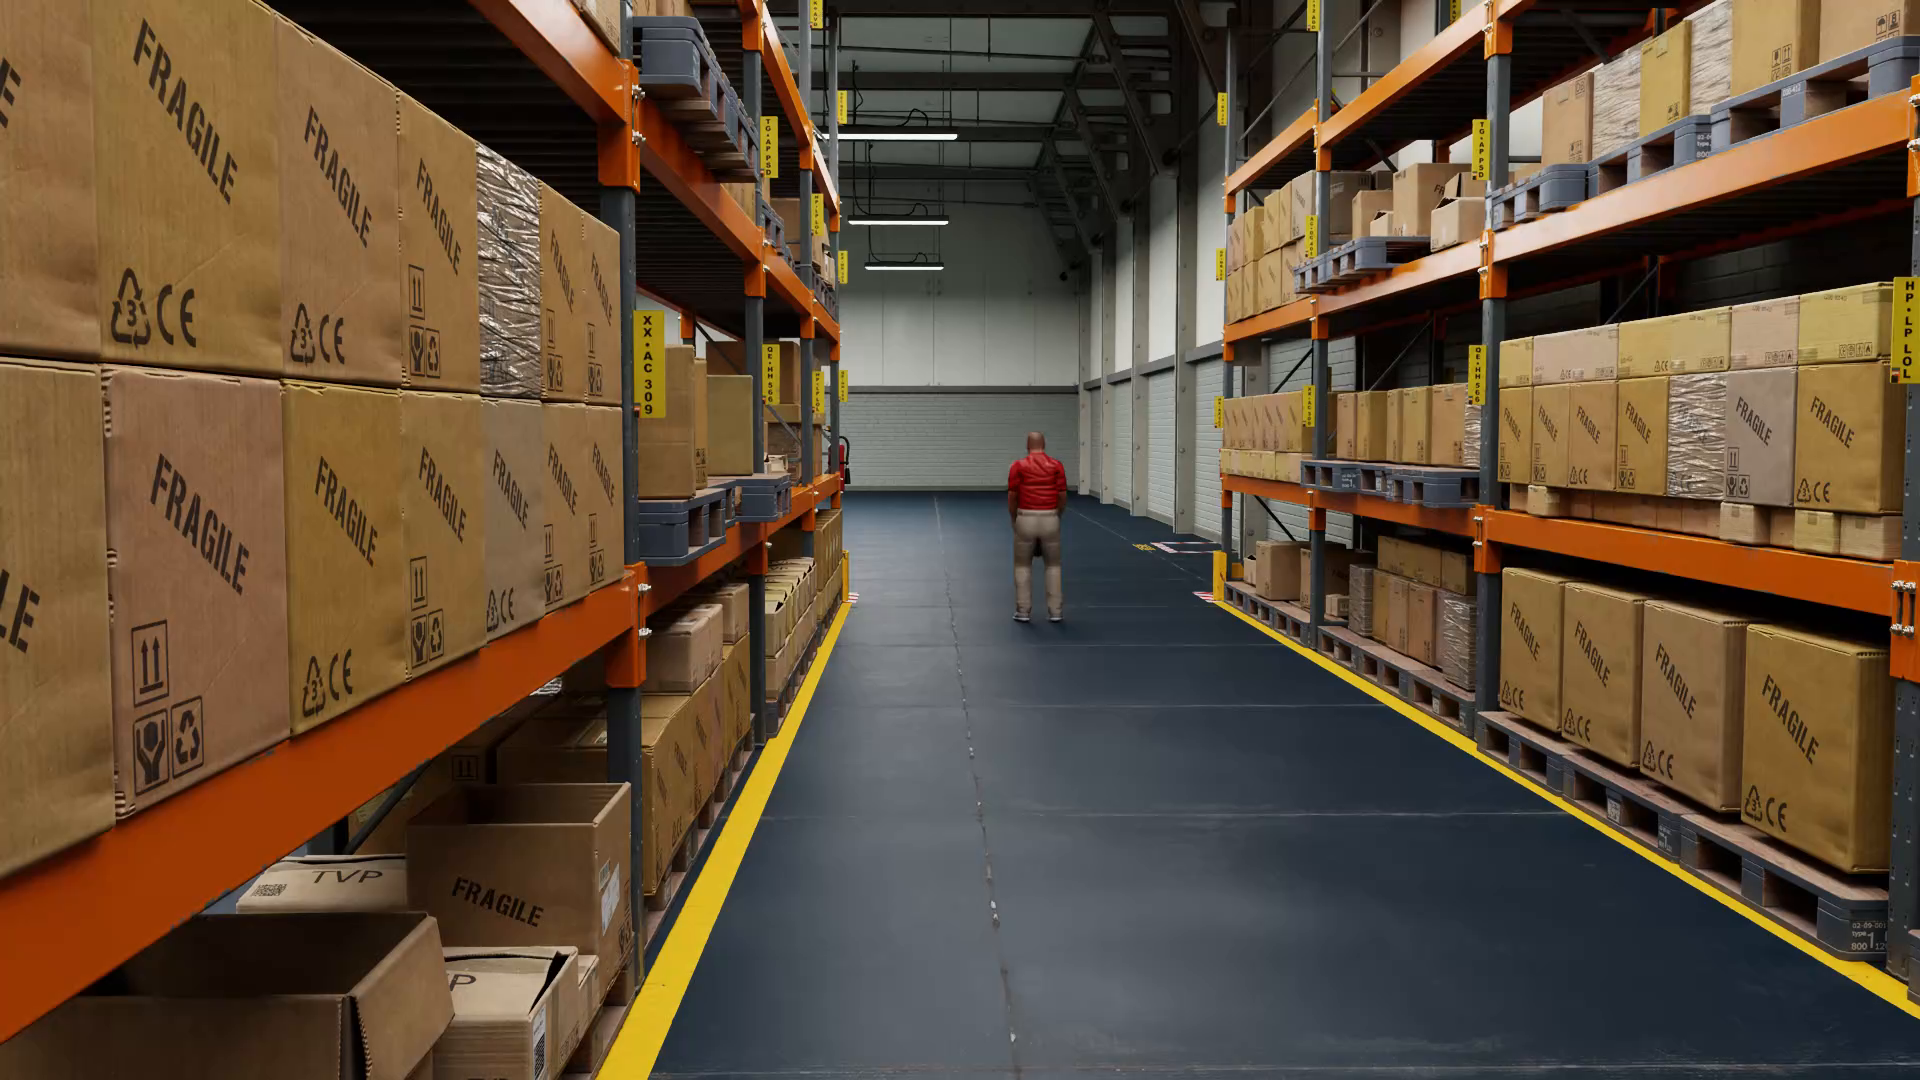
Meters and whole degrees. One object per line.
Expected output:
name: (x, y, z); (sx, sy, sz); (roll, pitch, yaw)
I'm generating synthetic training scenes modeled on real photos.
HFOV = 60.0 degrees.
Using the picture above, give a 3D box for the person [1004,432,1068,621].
person: (0.695, -0.121, 15.202); (0.593, 1.726, 0.388); (0, 4, -2)
